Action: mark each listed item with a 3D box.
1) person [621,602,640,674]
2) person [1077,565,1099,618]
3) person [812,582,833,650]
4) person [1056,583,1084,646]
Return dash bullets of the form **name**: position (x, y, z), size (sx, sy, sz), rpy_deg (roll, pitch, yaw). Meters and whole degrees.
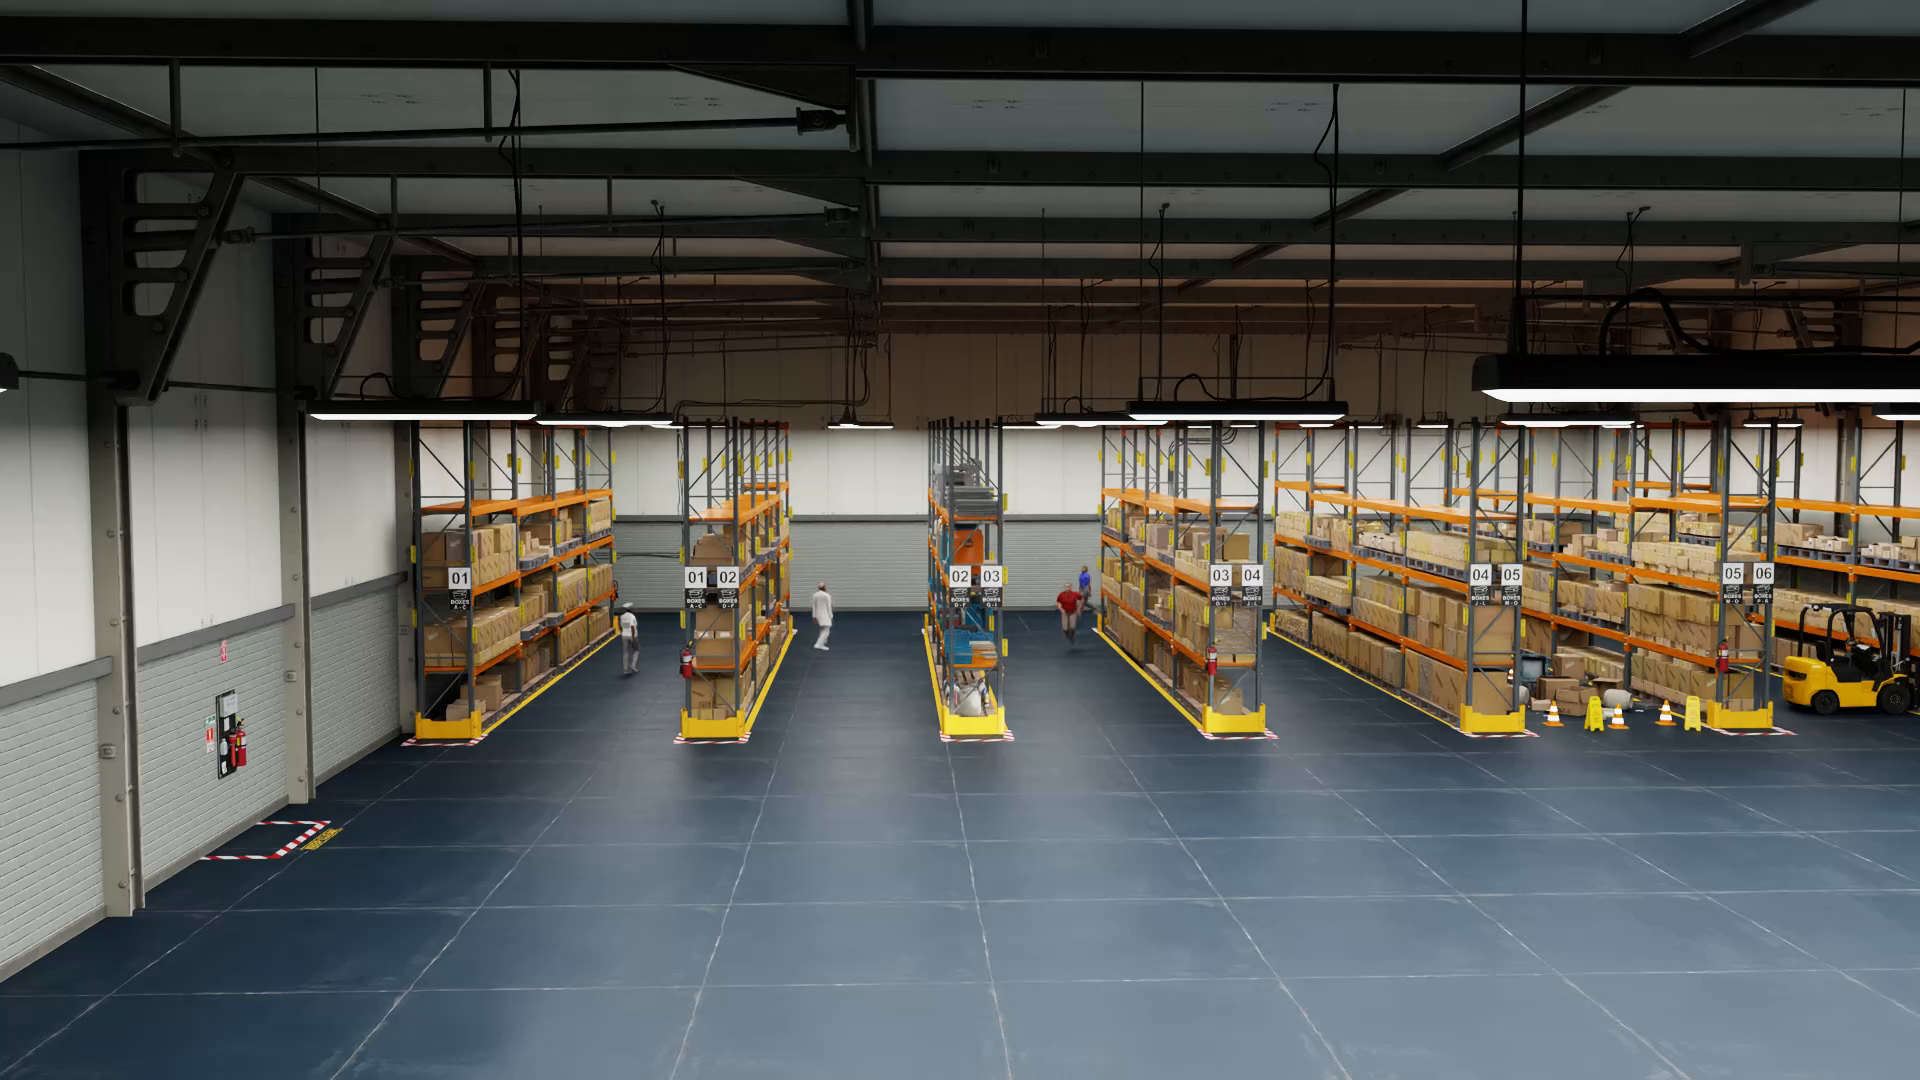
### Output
- **person**: position (-7.819, 2.320, 39.272), size (0.469, 1.686, 0.519), rpy_deg (1, 4, 11)
- **person**: position (3.887, 1.565, 51.129), size (0.884, 1.614, 0.438), rpy_deg (-1, 4, -16)
- **person**: position (-3.467, 1.905, 41.976), size (0.647, 1.663, 1.022), rpy_deg (2, 4, 27)
- **person**: position (2.871, 1.938, 43.354), size (0.713, 1.664, 0.724), rpy_deg (0, 4, 6)
